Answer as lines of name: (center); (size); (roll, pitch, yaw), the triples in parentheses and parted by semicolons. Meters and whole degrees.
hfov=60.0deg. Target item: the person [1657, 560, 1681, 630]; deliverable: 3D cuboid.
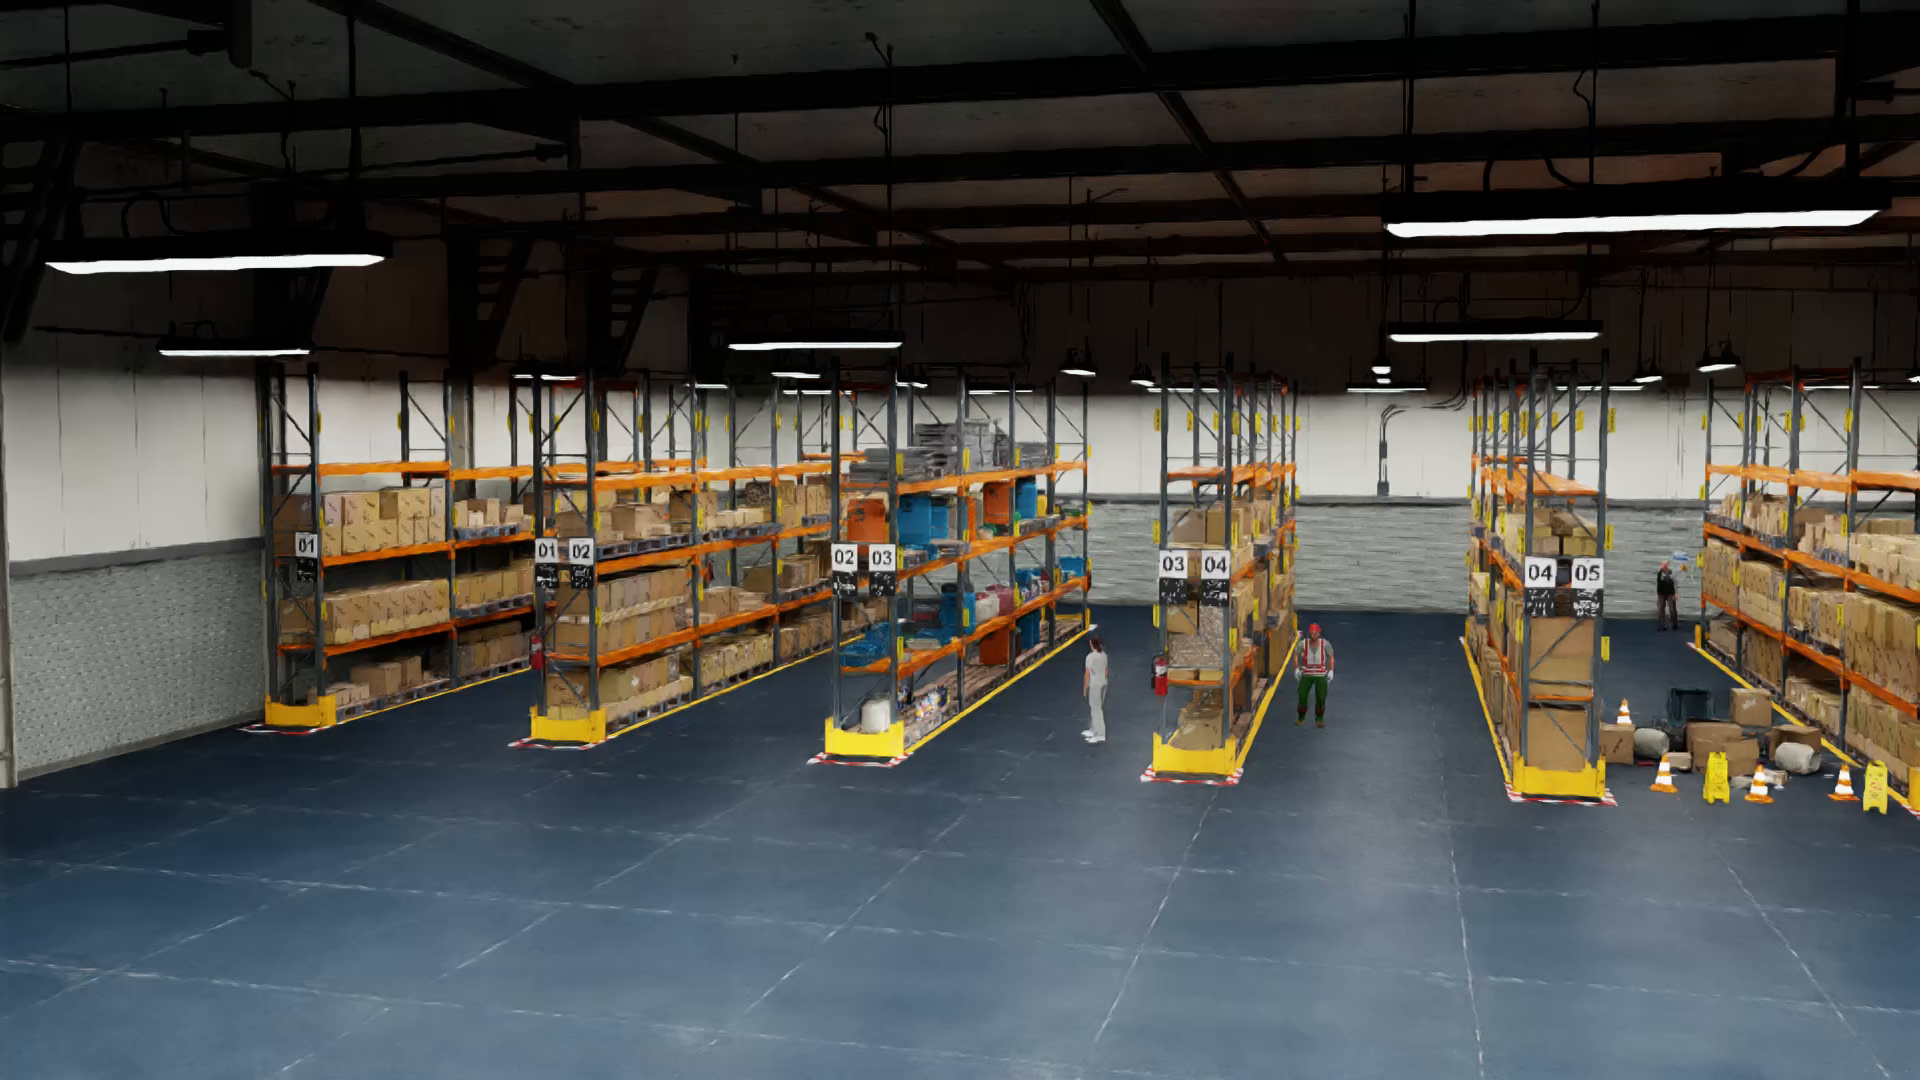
person: (17.154, 1.321, 40.280); (0.564, 1.709, 0.569); (-3, 5, -38)

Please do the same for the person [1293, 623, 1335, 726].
person: (5.816, 2.215, 27.375); (0.677, 1.742, 0.552); (1, 4, 12)

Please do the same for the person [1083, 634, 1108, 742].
person: (2.119, 2.314, 26.206); (0.575, 1.656, 0.577); (3, 5, 40)
